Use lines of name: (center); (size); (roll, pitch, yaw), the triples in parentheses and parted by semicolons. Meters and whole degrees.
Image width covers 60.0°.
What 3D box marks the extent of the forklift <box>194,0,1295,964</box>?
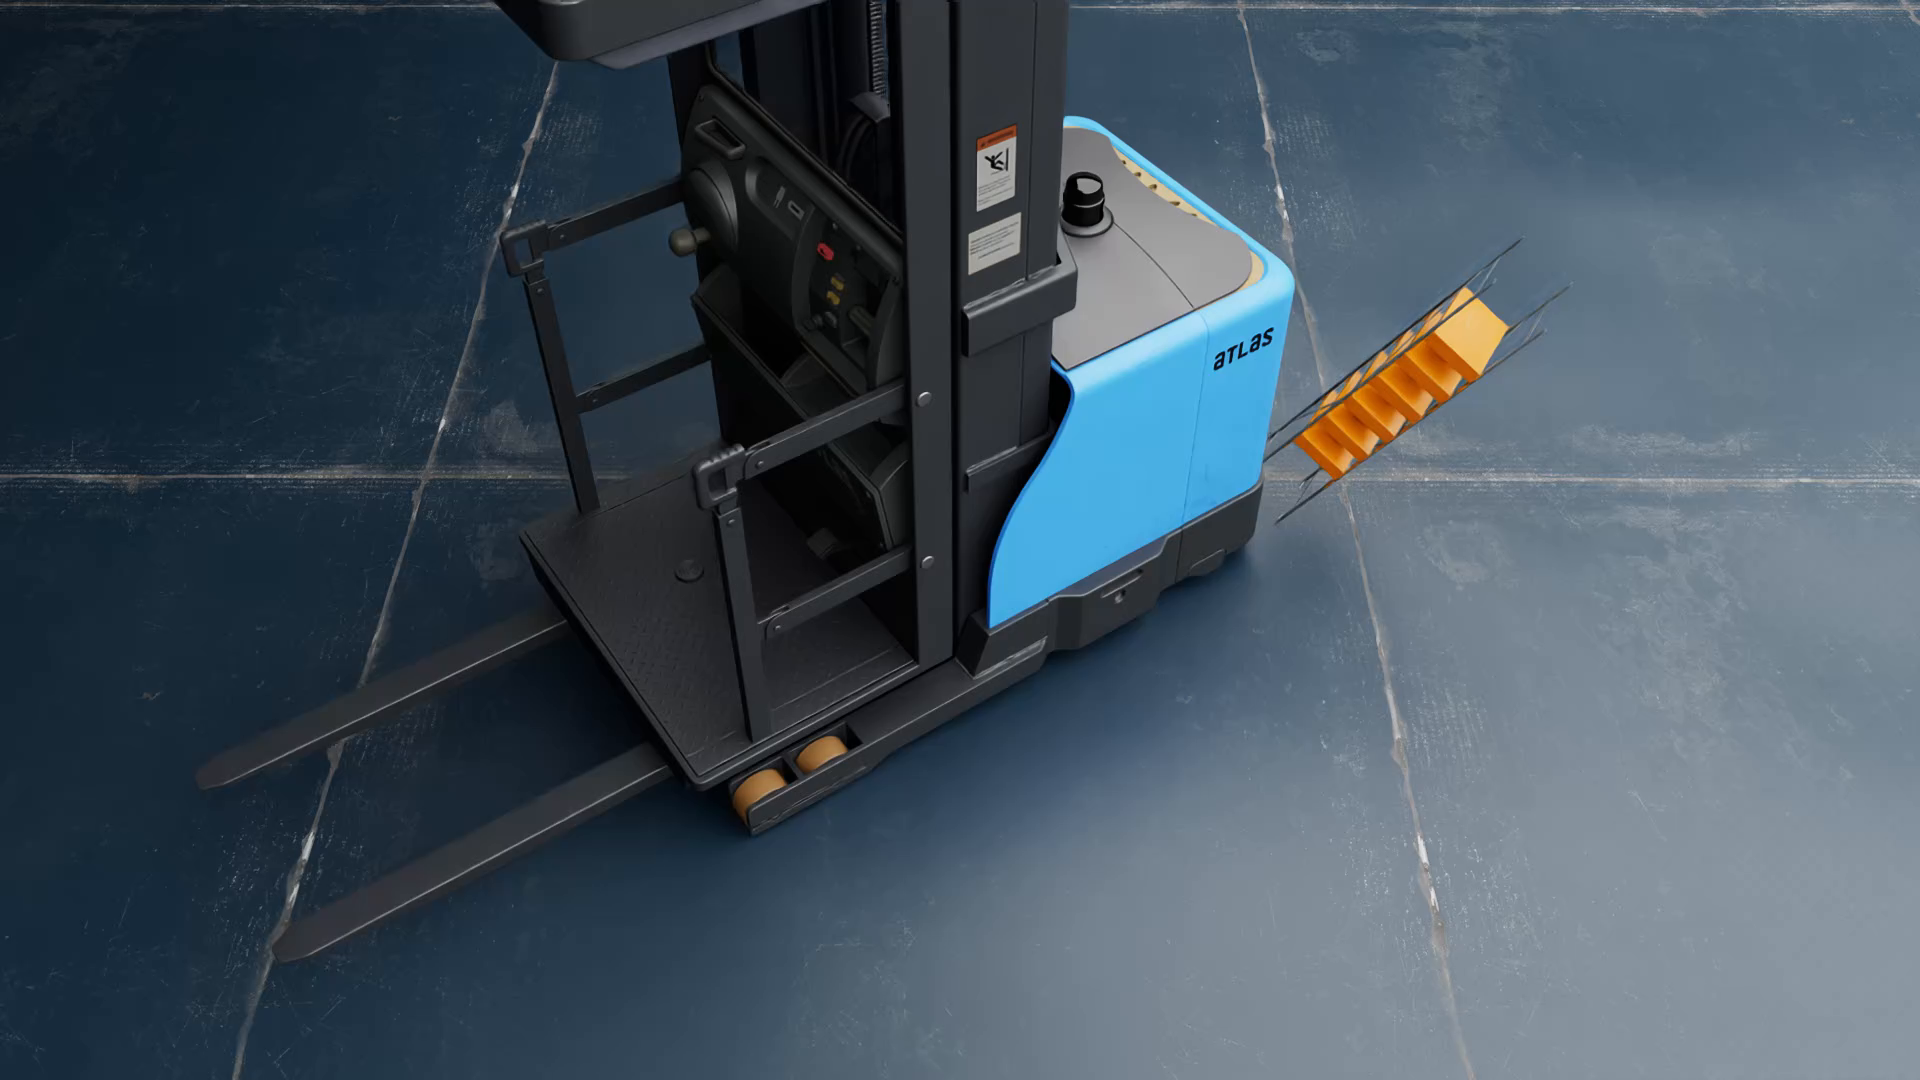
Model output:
forklift: (-0.582, -0.659, 3.861); (3.031, 2.935, 1.130); (-27, 53, -23)

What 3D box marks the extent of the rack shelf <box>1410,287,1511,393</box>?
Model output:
rack shelf: (1.391, -0.561, 4.617); (0.180, 0.103, 0.258); (42, 53, -3)

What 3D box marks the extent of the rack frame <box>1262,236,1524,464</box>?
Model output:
rack frame: (1.187, -0.493, 4.865); (0.006, 1.200, 0.240); (42, 53, -3)

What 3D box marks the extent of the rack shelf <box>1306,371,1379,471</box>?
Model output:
rack shelf: (1.184, -0.364, 5.002); (0.180, 0.103, 0.258); (42, 53, -3)

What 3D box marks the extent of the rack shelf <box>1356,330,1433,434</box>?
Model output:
rack shelf: (1.288, -0.463, 4.810); (0.180, 0.103, 0.258); (42, 53, -3)

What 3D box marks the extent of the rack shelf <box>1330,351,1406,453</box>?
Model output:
rack shelf: (1.236, -0.413, 4.906); (0.180, 0.103, 0.258); (42, 53, -3)

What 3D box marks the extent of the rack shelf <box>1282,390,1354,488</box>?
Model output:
rack shelf: (1.132, -0.315, 5.099); (0.180, 0.103, 0.258); (42, 53, -3)

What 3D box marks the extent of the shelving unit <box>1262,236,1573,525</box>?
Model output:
shelving unit: (1.255, -0.432, 4.870); (0.189, 1.200, 0.258); (42, 53, -3)

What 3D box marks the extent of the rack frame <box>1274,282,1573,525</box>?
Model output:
rack frame: (1.323, -0.370, 4.875); (0.006, 1.200, 0.240); (42, 53, -3)

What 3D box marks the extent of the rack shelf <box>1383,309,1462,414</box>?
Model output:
rack shelf: (1.340, -0.512, 4.713); (0.180, 0.103, 0.258); (42, 53, -3)
